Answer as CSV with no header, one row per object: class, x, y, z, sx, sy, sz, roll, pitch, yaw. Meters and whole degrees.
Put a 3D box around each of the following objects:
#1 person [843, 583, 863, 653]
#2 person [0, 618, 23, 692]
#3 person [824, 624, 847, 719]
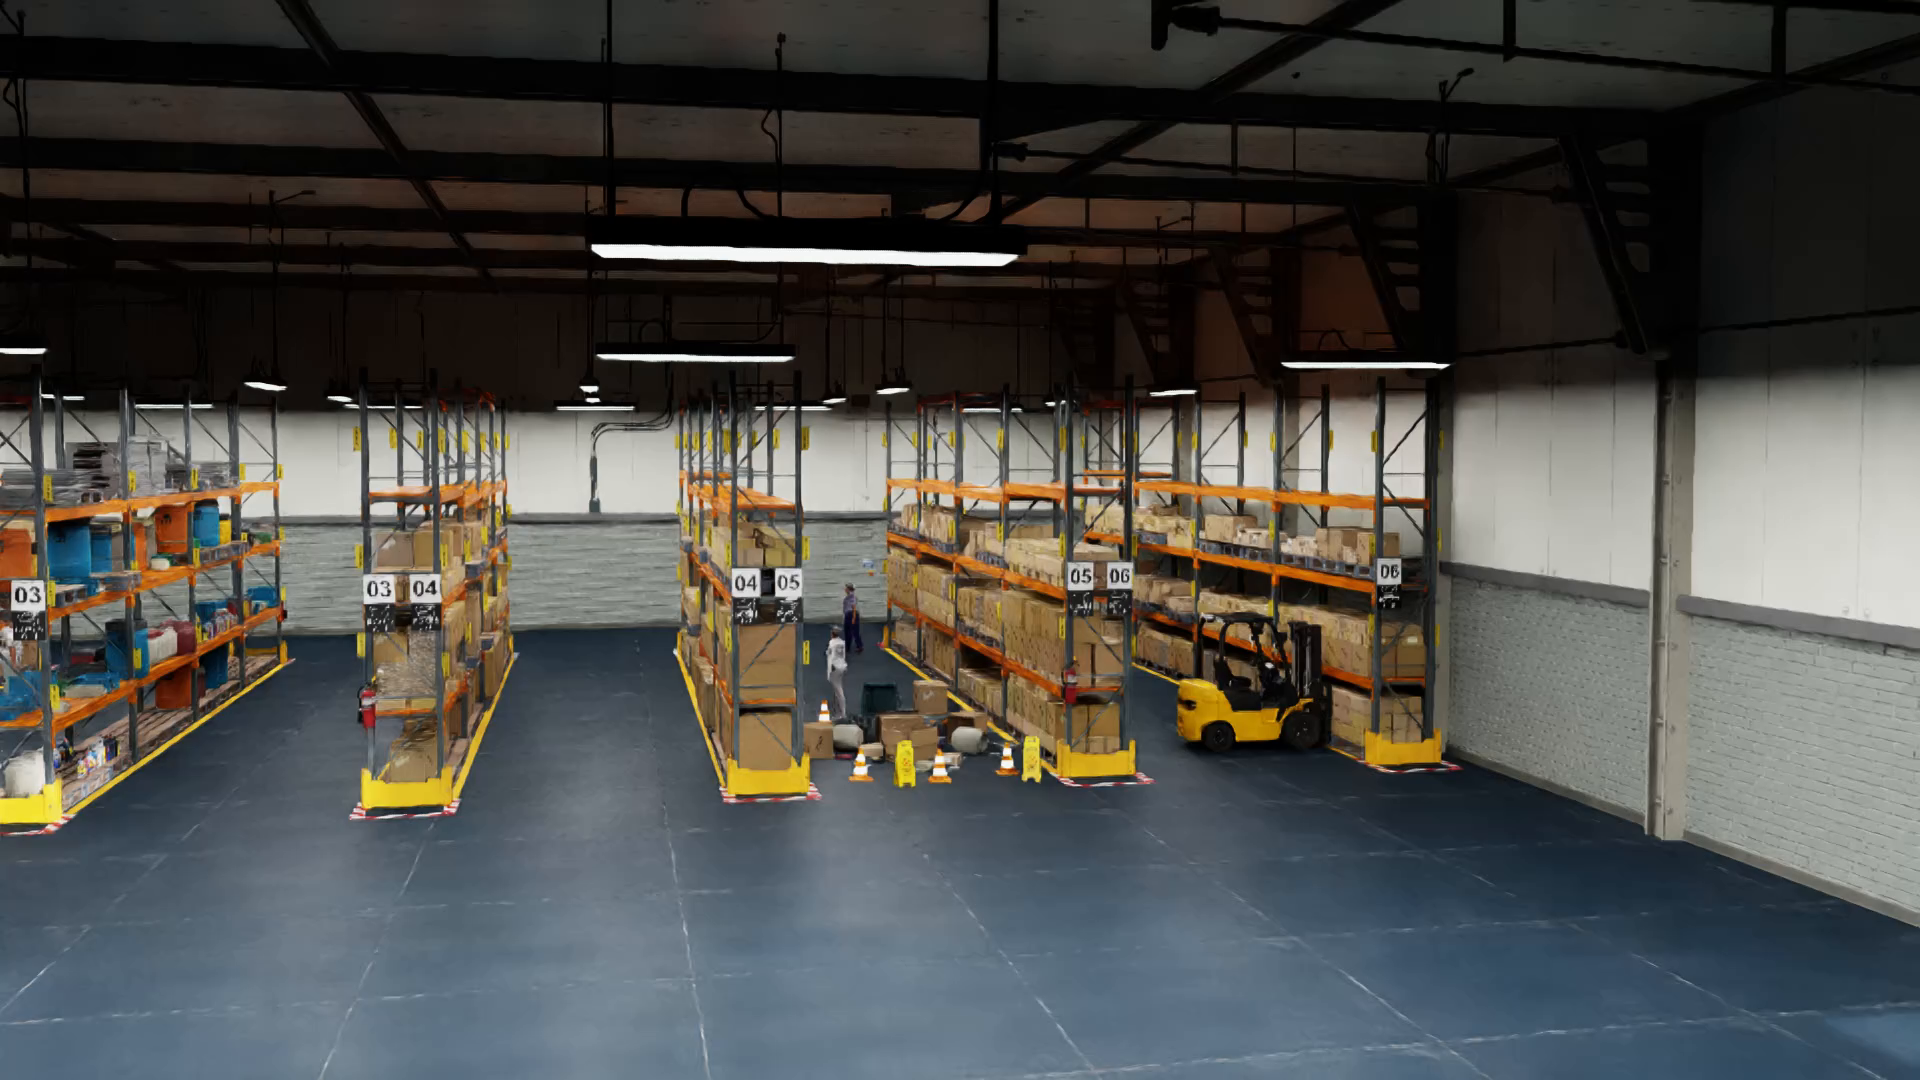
person,-2.573,1.841,39.359,0.497,1.632,0.614,-1,4,-20
person,-17.728,2.260,31.124,0.476,1.759,0.593,-3,4,-41
person,-2.262,2.364,30.082,0.537,1.667,0.573,1,4,20
